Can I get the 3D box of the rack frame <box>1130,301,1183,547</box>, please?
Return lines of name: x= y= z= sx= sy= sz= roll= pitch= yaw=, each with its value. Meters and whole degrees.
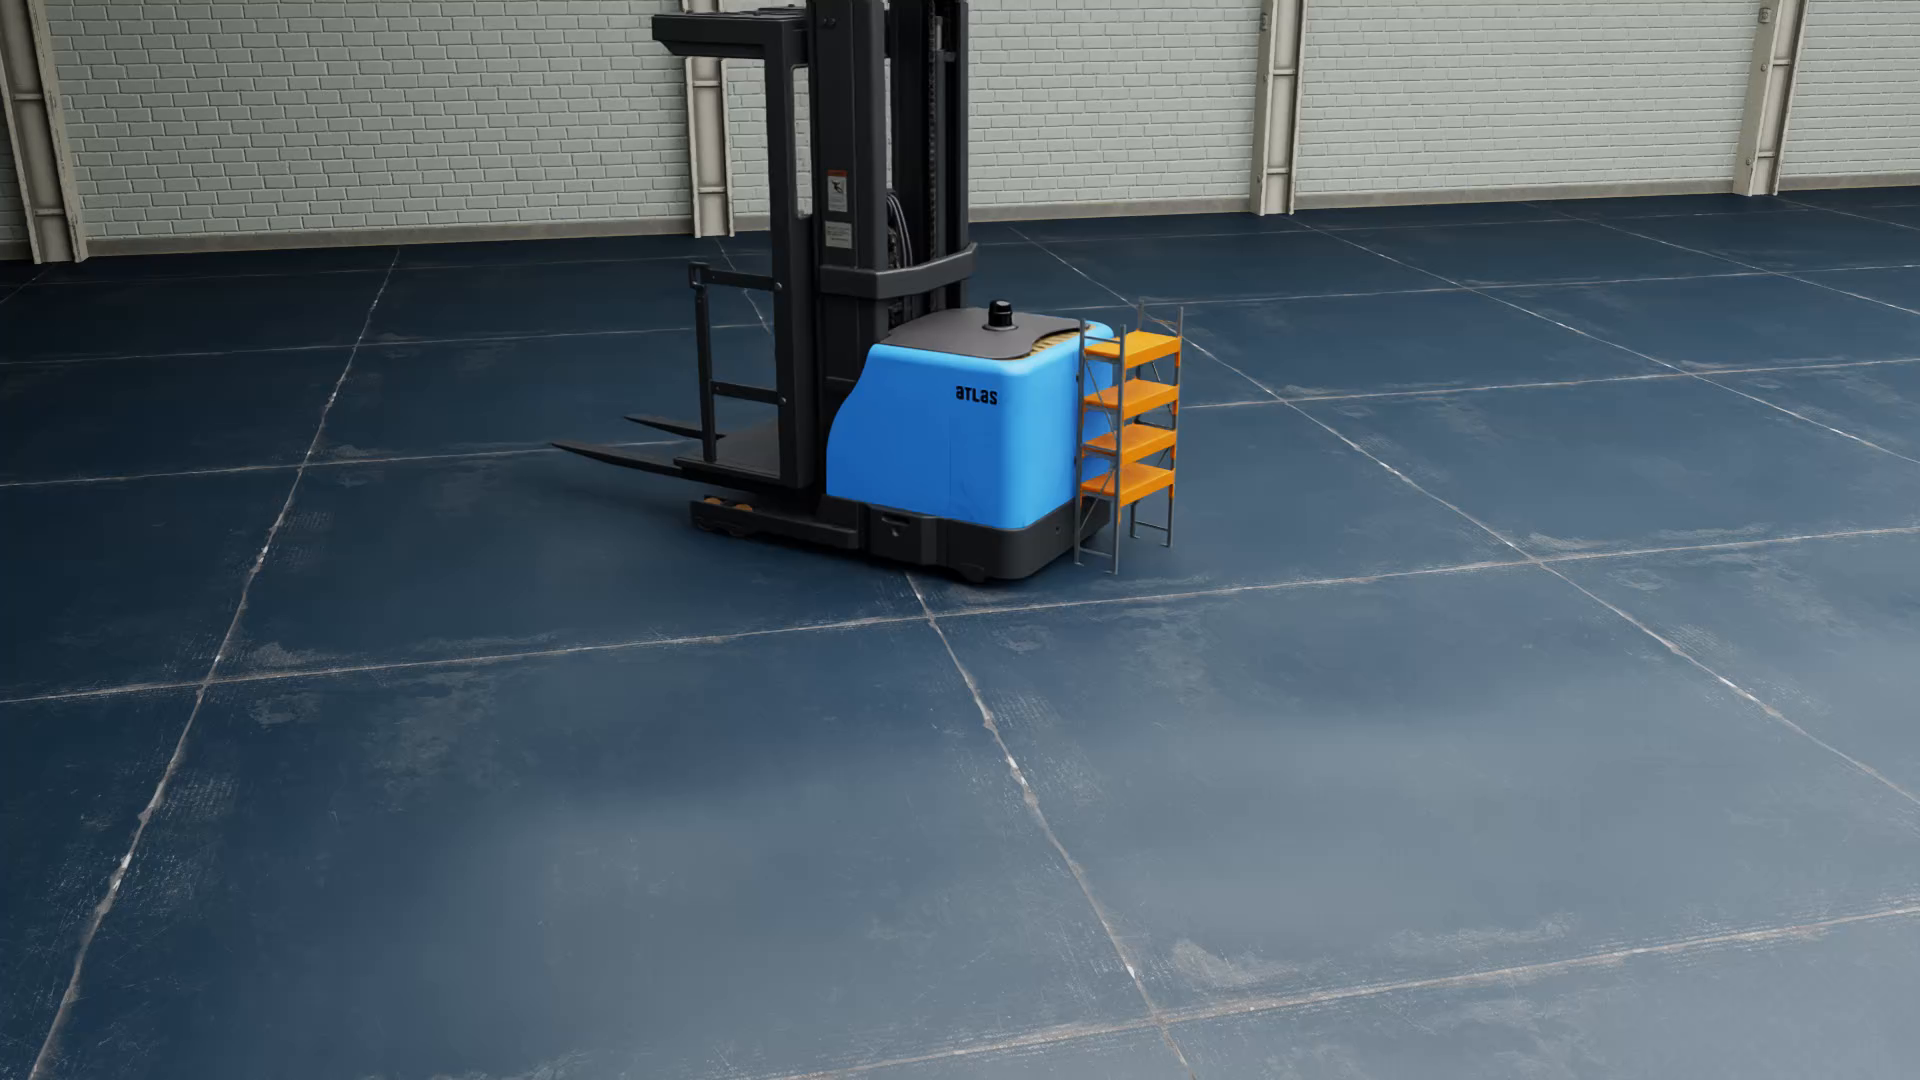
rack frame: x=0.950 y=-0.554 z=8.082 sx=0.240 sy=1.200 sz=0.015 roll=15 pitch=25 yaw=36

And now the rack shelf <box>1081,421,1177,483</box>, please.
rack shelf: x=0.798 y=-0.425 z=7.927 sx=0.258 sy=0.148 sz=0.480 roll=15 pitch=25 yaw=36

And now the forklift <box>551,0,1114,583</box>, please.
forklift: x=-0.773 y=-1.533 z=8.237 sx=3.031 sy=2.935 sz=1.130 roll=11 pitch=23 yaw=28

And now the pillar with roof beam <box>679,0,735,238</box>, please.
pillar with roof beam: x=-1.483 y=-5.852 z=11.206 sx=0.400 sy=9.000 sz=9.100 roll=-5 pitch=21 yaw=-12

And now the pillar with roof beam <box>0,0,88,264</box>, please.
pillar with roof beam: x=-7.322 y=-5.377 z=9.909 sx=0.400 sy=9.000 sz=9.100 roll=-5 pitch=21 yaw=-12

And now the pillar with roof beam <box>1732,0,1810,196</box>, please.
pillar with roof beam: x=10.195 y=-6.801 z=13.799 sx=0.400 sy=9.000 sz=9.100 roll=-5 pitch=21 yaw=-12

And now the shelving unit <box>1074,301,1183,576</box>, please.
shelving unit: x=0.798 y=-0.488 z=7.903 sx=0.258 sy=1.200 sz=0.503 roll=15 pitch=25 yaw=36

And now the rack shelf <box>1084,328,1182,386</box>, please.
rack shelf: x=0.798 y=-0.857 z=7.768 sx=0.258 sy=0.148 sz=0.480 roll=15 pitch=25 yaw=36

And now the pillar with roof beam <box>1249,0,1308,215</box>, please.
pillar with roof beam: x=4.356 y=-6.326 z=12.502 sx=0.400 sy=9.000 sz=9.100 roll=-5 pitch=21 yaw=-12

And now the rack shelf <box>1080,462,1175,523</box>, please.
rack shelf: x=0.798 y=-0.239 z=7.995 sx=0.258 sy=0.148 sz=0.480 roll=15 pitch=25 yaw=36

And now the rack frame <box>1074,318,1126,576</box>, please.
rack frame: x=0.645 y=-0.423 z=7.725 sx=0.240 sy=1.200 sz=0.015 roll=15 pitch=25 yaw=36

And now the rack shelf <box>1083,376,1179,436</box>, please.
rack shelf: x=0.798 y=-0.635 z=7.850 sx=0.258 sy=0.148 sz=0.480 roll=15 pitch=25 yaw=36
